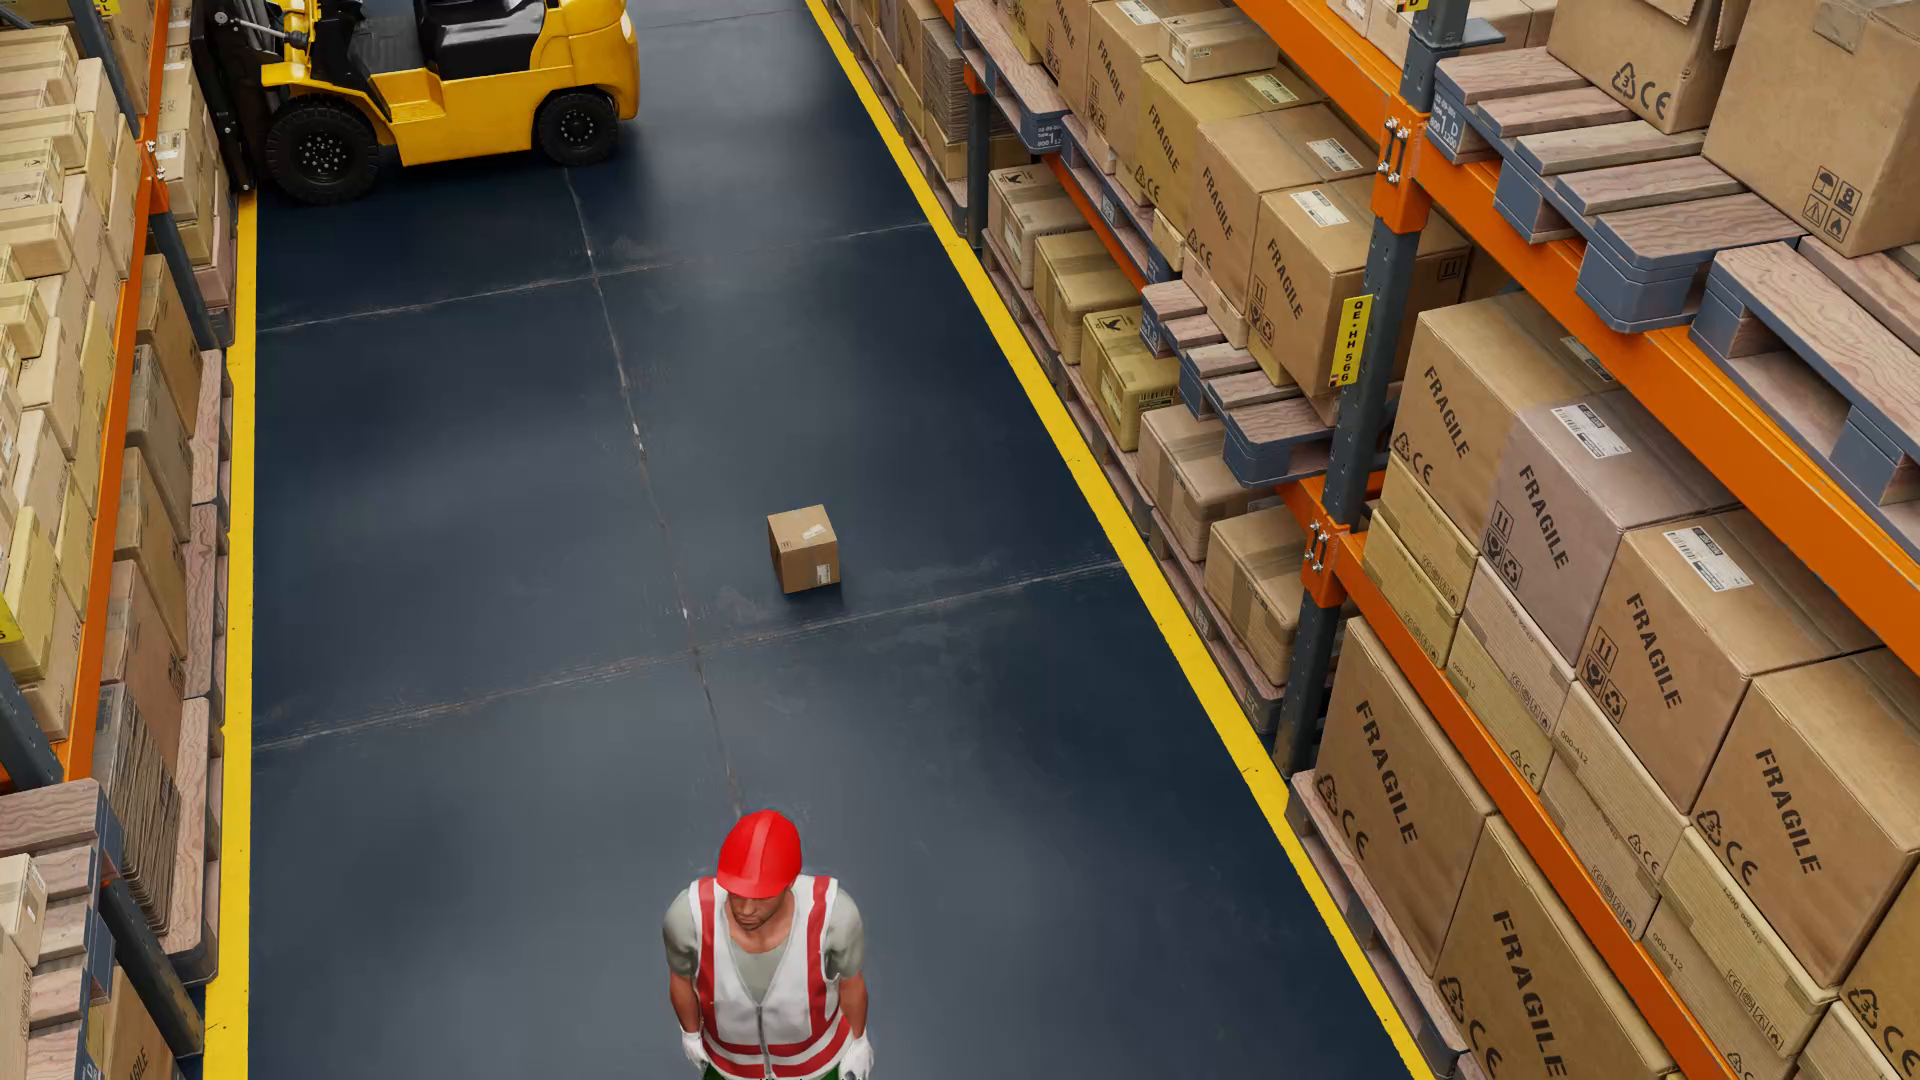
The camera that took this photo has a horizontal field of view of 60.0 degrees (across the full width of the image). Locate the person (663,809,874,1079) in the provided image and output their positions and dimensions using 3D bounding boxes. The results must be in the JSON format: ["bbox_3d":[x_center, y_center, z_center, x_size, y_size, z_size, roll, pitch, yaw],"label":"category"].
[{"bbox_3d":[-0.510,1.356,4.595,0.545,1.780,0.609,0,42,0],"label":"person"}]
